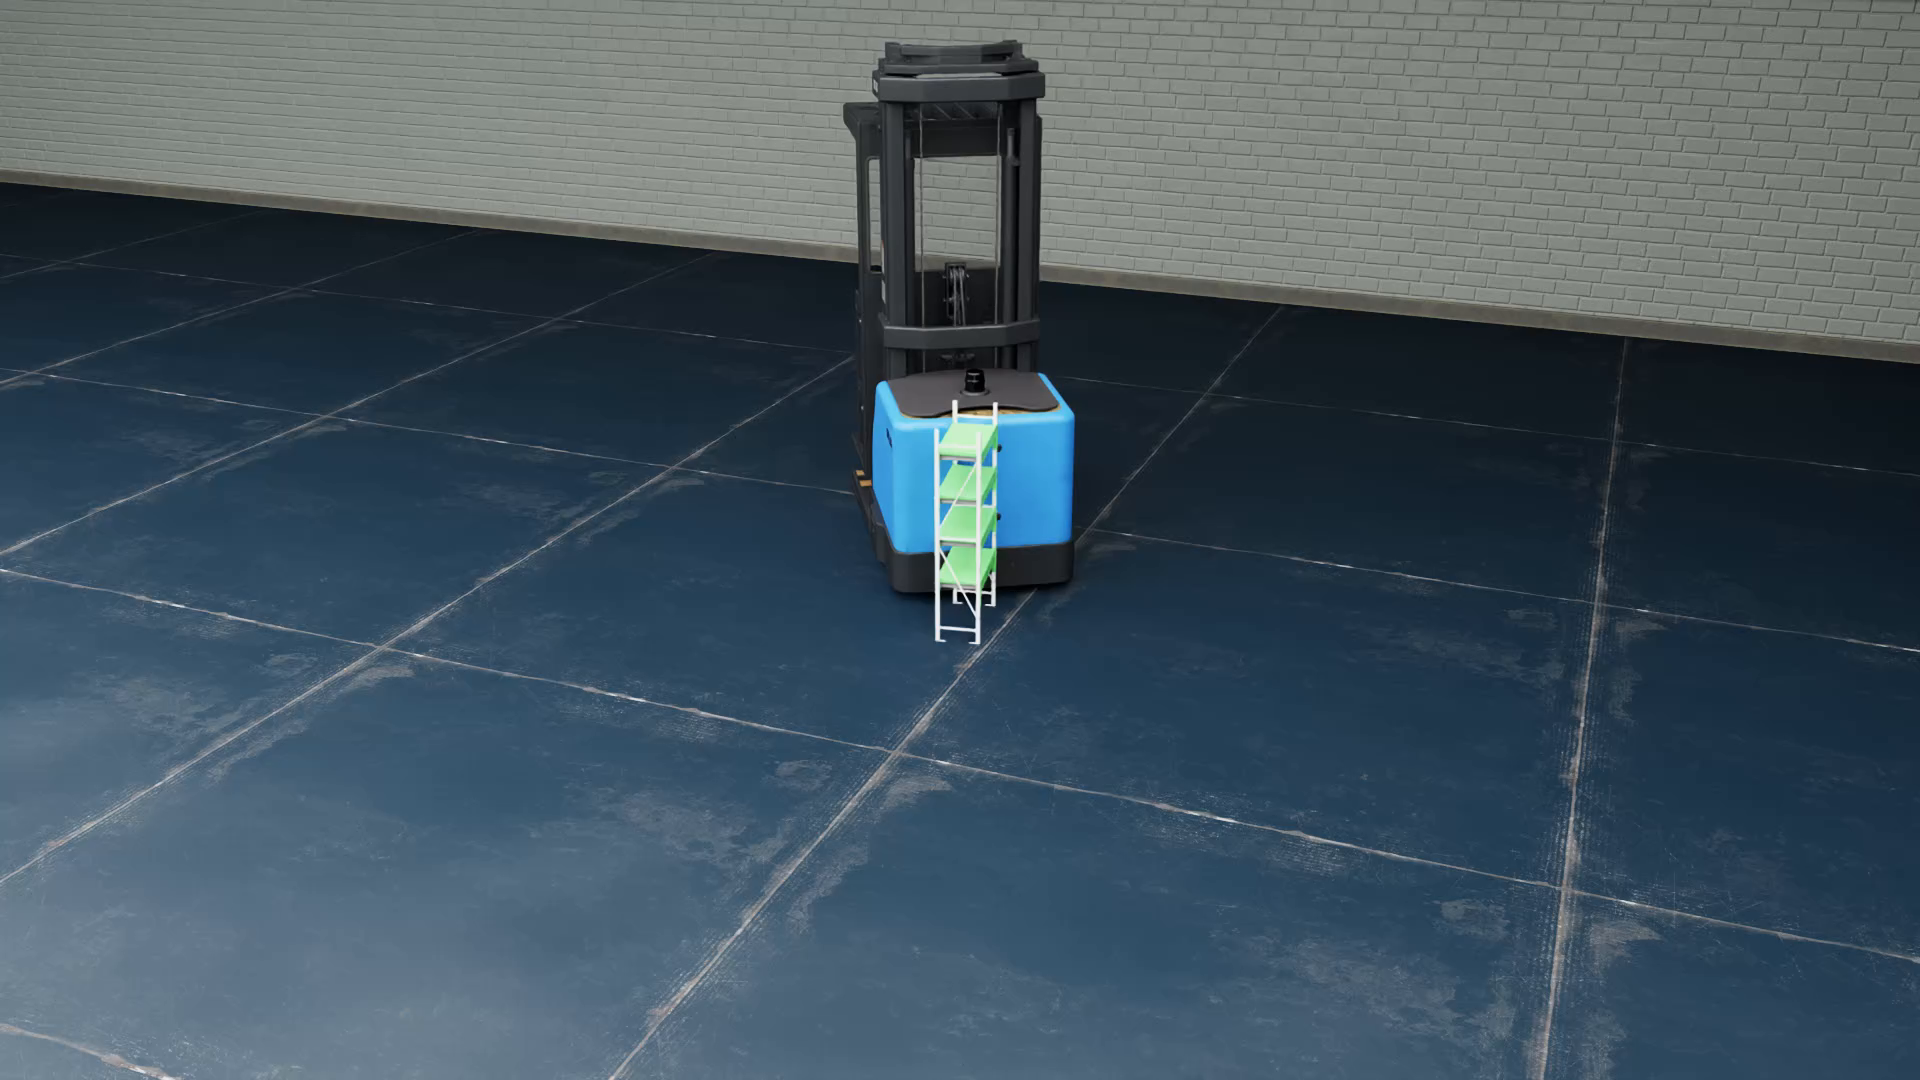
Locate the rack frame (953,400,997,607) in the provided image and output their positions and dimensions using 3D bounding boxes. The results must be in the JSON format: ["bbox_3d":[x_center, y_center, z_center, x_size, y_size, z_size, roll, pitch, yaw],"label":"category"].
[{"bbox_3d":[0.081,-0.186,9.137,0.240,1.200,0.015,4,23,10],"label":"rack frame"}]

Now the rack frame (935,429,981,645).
[{"bbox_3d":[-0.011,-0.001,8.695,0.240,1.200,0.015,4,23,10],"label":"rack frame"}]

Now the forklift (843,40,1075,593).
[{"bbox_3d":[-0.107,-1.591,10.255,1.130,2.935,3.031,-4,23,-9],"label":"forklift"}]

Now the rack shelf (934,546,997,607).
[{"bbox_3d":[0.035,0.187,9.034,0.258,0.148,0.480,4,23,10],"label":"rack shelf"}]

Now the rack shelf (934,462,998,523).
[{"bbox_3d":[0.035,-0.256,8.848,0.258,0.148,0.480,4,23,10],"label":"rack shelf"}]

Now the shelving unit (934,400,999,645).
[{"bbox_3d":[0.035,-0.094,8.916,0.258,1.200,0.503,4,23,10],"label":"shelving unit"}]

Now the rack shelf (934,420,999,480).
[{"bbox_3d":[0.035,-0.477,8.755,0.258,0.148,0.480,4,23,10],"label":"rack shelf"}]

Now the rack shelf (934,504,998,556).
[{"bbox_3d":[0.035,-0.035,8.941,0.258,0.148,0.480,4,23,10],"label":"rack shelf"}]
